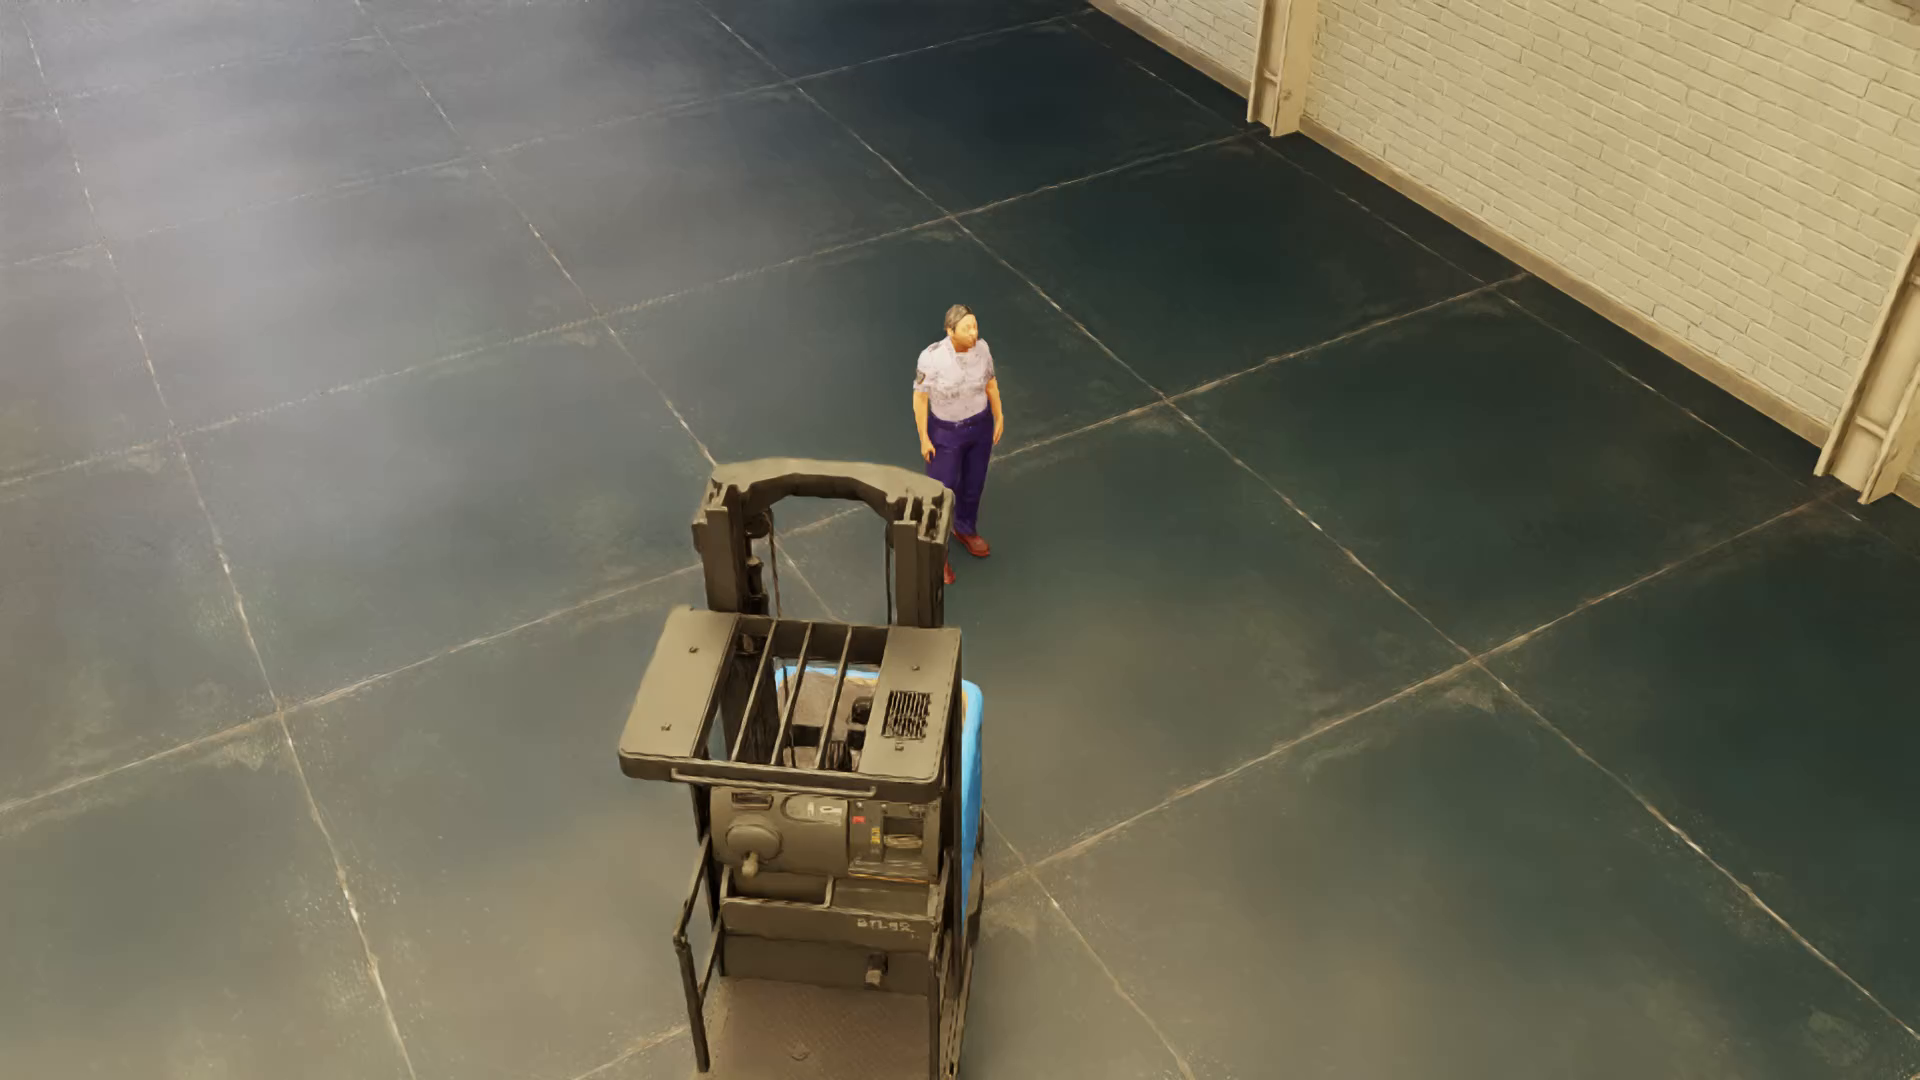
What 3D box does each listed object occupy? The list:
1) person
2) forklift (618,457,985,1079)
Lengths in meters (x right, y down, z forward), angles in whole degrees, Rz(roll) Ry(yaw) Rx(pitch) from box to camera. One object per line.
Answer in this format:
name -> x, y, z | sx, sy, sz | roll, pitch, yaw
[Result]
person -> 0.026, -0.578, 9.737 | 0.599, 1.637, 0.502 | -20, 44, -23
forklift -> -0.564, 1.258, 6.519 | 1.130, 2.935, 3.031 | 4, 40, 5
